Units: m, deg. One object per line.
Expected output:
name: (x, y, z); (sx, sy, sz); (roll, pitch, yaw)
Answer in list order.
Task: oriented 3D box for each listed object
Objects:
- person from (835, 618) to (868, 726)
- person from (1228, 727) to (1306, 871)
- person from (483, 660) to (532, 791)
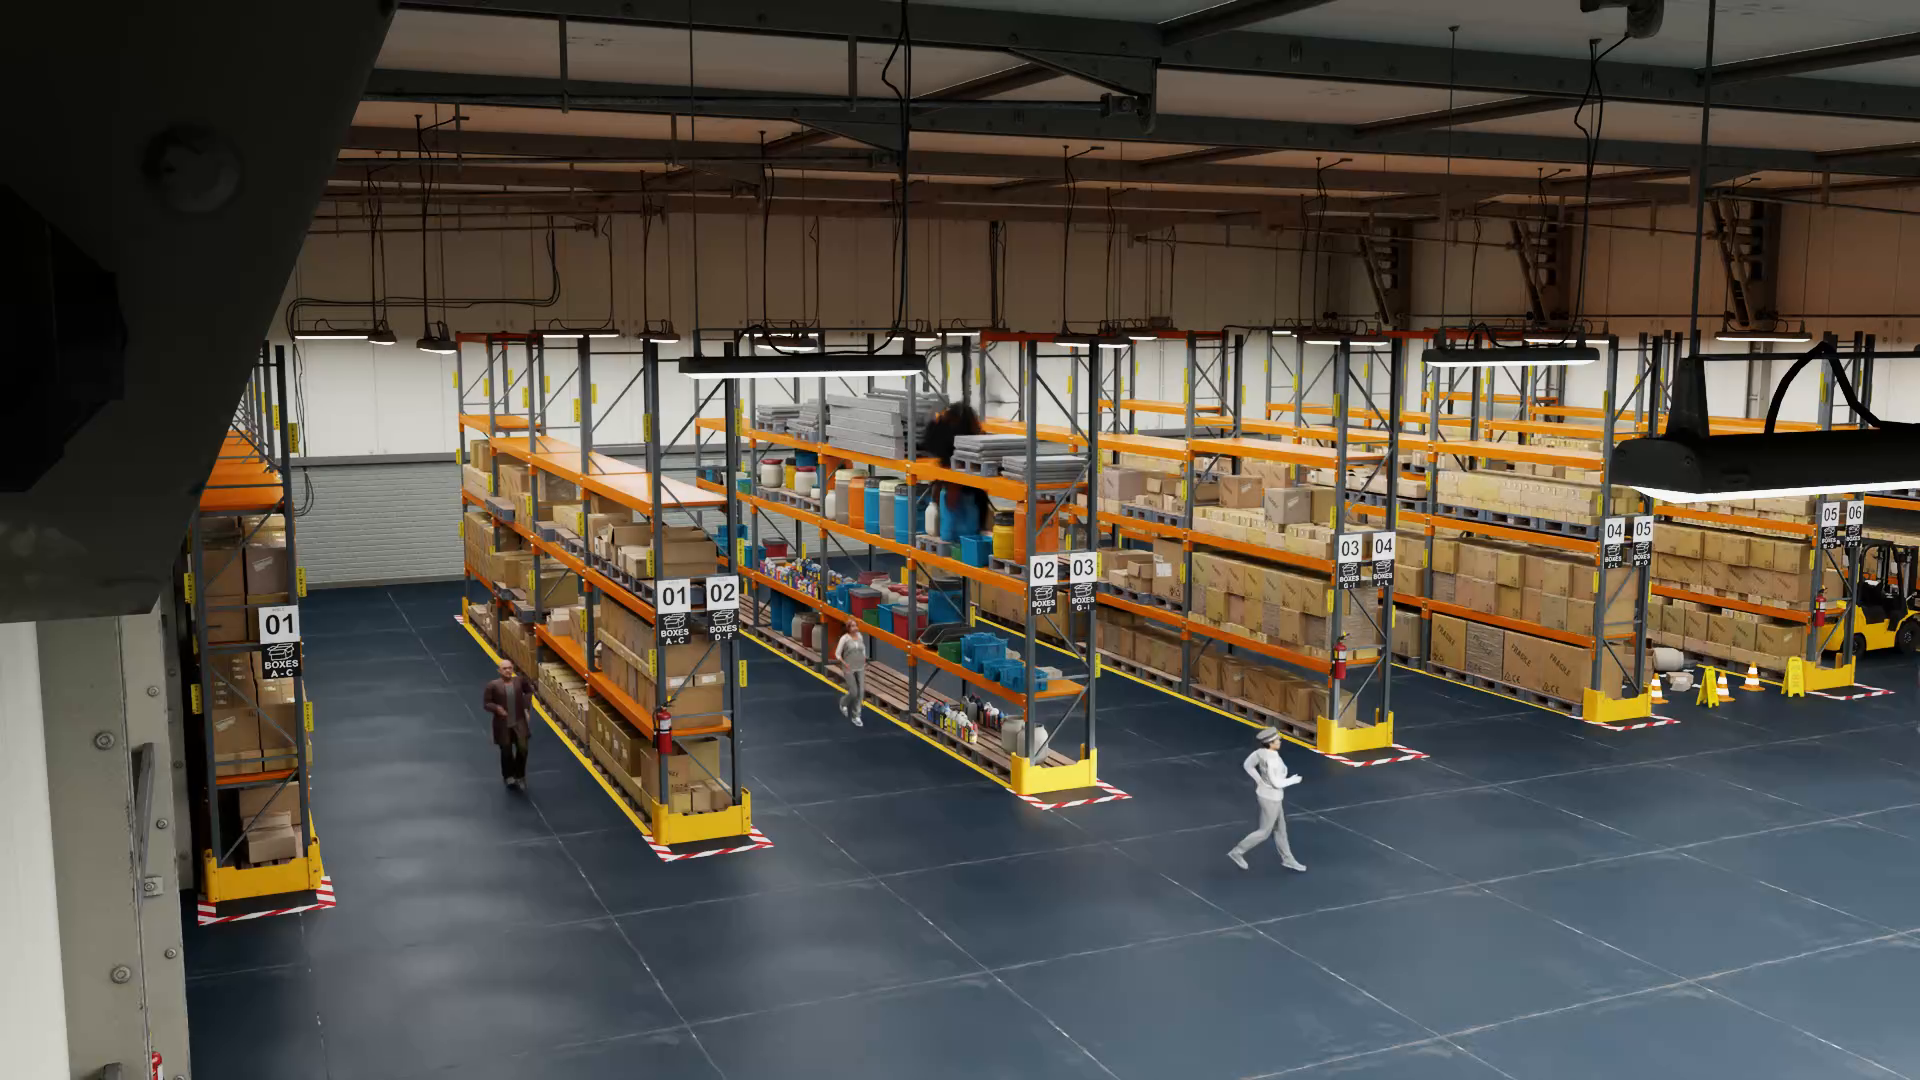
person: (-1.594, 1.948, 24.738); (0.536, 1.584, 0.583); (-5, 9, -32)
person: (3.500, 2.943, 18.831); (0.920, 1.701, 0.612); (0, 8, -2)
person: (-5.997, 2.484, 22.186); (0.681, 1.796, 0.774); (-3, 8, -24)
